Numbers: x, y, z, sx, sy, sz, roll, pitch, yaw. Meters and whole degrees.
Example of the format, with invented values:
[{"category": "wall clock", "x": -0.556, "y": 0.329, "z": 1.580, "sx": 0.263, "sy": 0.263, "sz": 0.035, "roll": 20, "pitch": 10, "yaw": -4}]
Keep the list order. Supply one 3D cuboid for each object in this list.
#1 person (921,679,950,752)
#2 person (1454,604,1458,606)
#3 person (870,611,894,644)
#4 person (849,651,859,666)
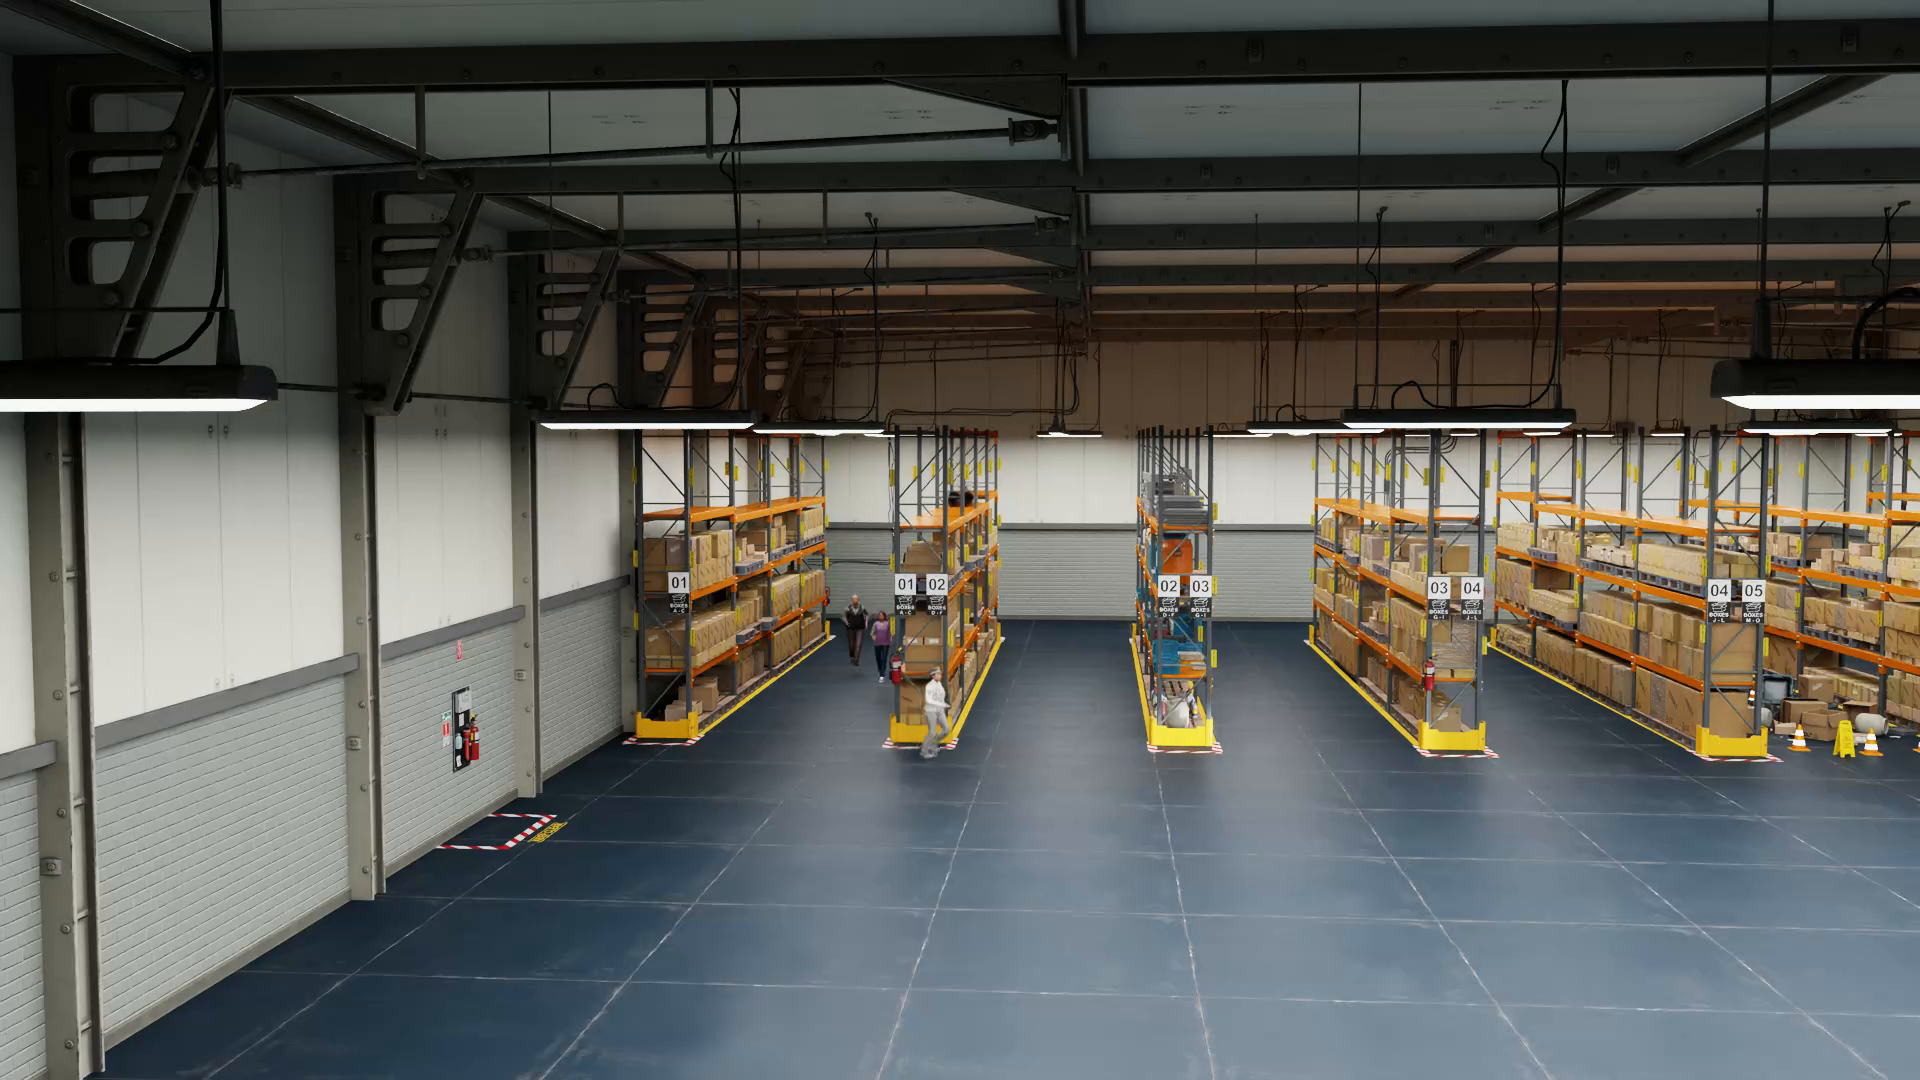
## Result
[{"category": "person", "x": -0.440, "y": 3.164, "z": 29.912, "sx": 0.530, "sy": 1.335, "sz": 0.638, "roll": 2, "pitch": 4, "yaw": 33}, {"category": "person", "x": 13.729, "y": 1.698, "z": 46.521, "sx": 0.721, "sy": 0.909, "sz": 0.472, "roll": 2, "pitch": 4, "yaw": 28}, {"category": "person", "x": -1.761, "y": 1.994, "z": 37.526, "sx": 0.546, "sy": 0.789, "sz": 0.484, "roll": 0, "pitch": 3, "yaw": 2}, {"category": "person", "x": -2.568, "y": 2.800, "z": 40.283, "sx": 0.228, "sy": 0.437, "sz": 0.896, "roll": 0, "pitch": 3, "yaw": -5}]
